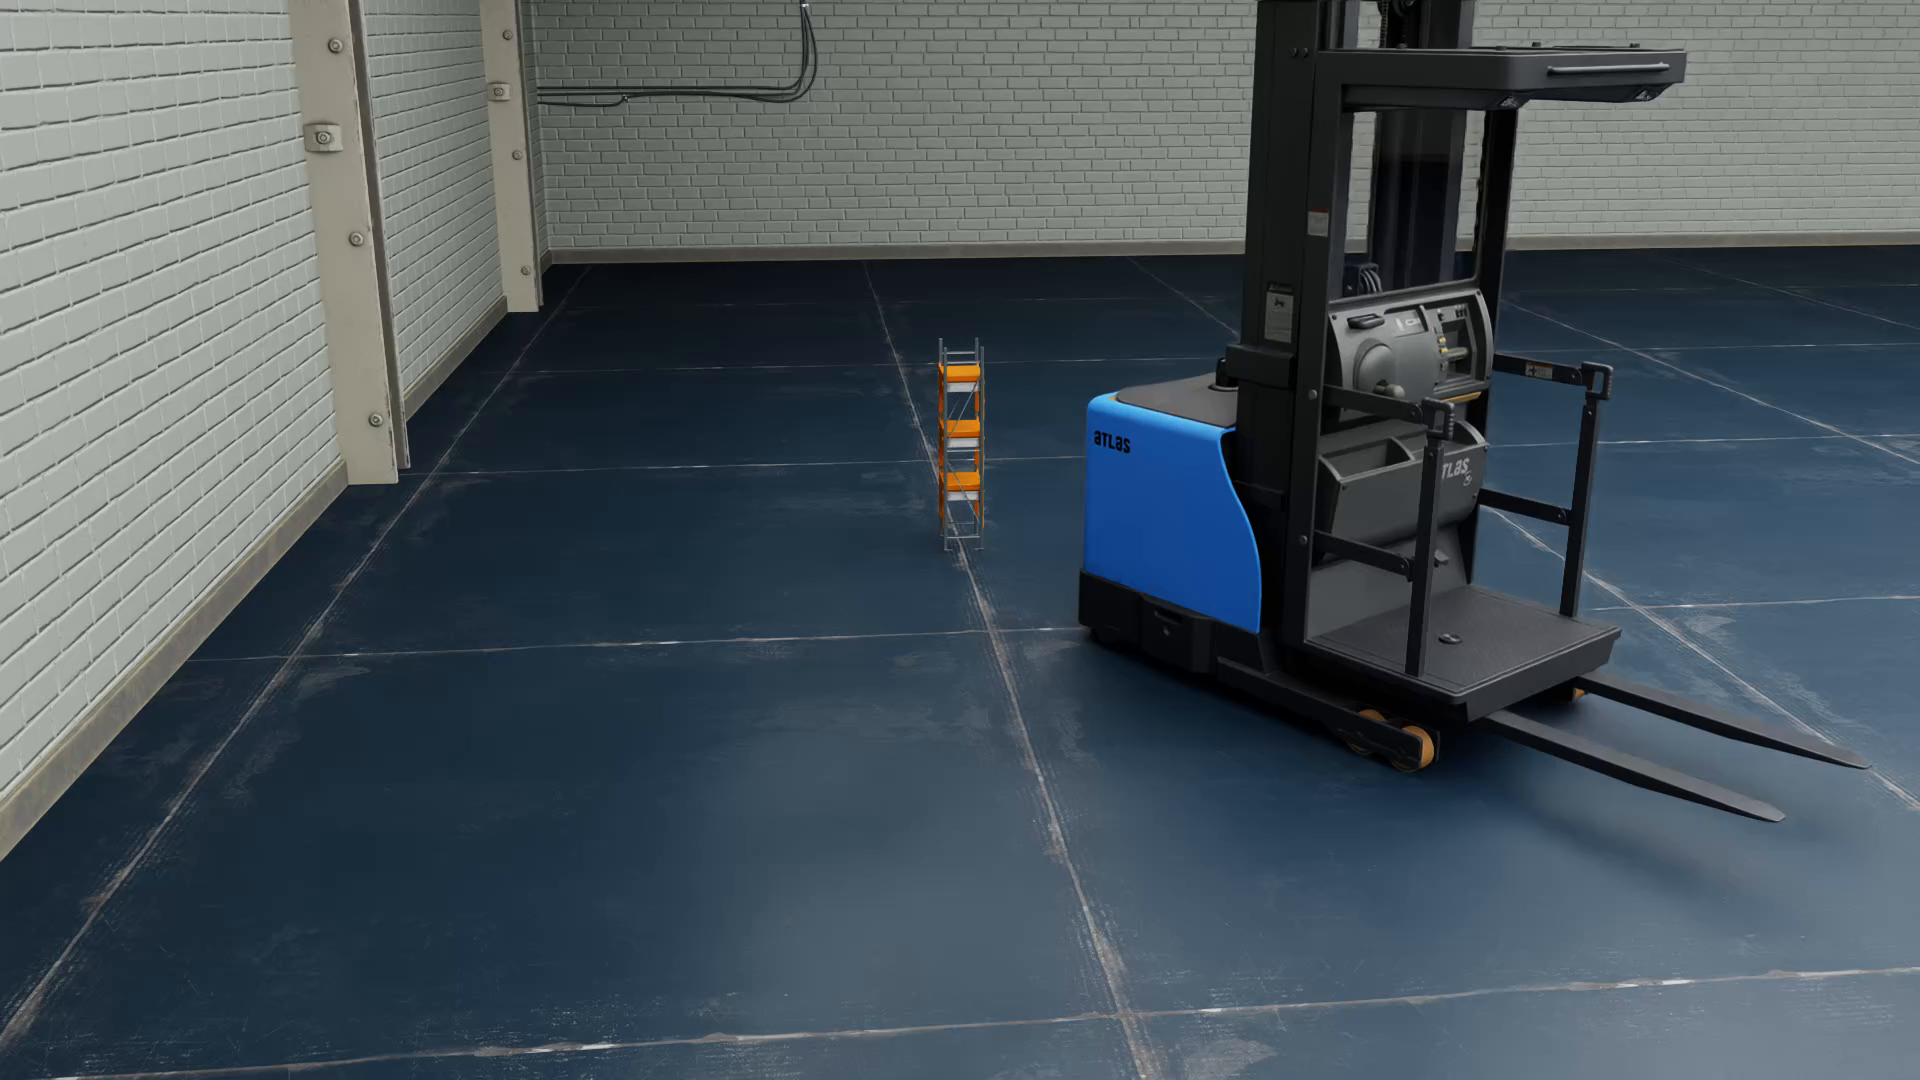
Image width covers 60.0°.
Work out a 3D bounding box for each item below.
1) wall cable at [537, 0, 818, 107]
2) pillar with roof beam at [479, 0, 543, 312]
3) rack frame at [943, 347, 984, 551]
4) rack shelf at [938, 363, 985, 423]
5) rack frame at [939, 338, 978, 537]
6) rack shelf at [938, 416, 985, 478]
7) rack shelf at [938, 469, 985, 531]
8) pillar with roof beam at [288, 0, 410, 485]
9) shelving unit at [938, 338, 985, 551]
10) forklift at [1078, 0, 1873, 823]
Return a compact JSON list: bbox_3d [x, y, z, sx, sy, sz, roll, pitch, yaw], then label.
[{"bbox_3d":[-3.081,-5.904,17.645,3.097,2.526,0.112,-2,18,-6],"label":"wall cable"},{"bbox_3d":[0.190,-6.600,14.677,9.100,9.000,0.400,-2,18,-6],"label":"pillar with roof beam"},{"bbox_3d":[0.018,-0.449,8.353,0.200,1.050,0.008,-2,18,-6],"label":"rack frame"},{"bbox_3d":[0.005,-0.746,8.387,0.215,0.259,0.240,-2,18,-6],"label":"rack shelf"},{"bbox_3d":[-0.007,-0.521,8.585,0.200,1.050,0.008,-2,18,-6],"label":"rack frame"},{"bbox_3d":[0.006,-0.475,8.472,0.215,0.259,0.240,-2,18,-6],"label":"rack shelf"},{"bbox_3d":[0.006,-0.210,8.555,0.215,0.259,0.240,-2,18,-6],"label":"rack shelf"},{"bbox_3d":[0.809,-4.813,8.983,9.100,9.000,0.400,-2,18,-6],"label":"pillar with roof beam"},{"bbox_3d":[0.006,-0.485,8.469,0.215,1.050,0.252,-2,18,-6],"label":"shelving unit"},{"bbox_3d":[1.838,-0.728,6.102,1.130,2.935,3.031,-14,22,-37],"label":"forklift"}]
